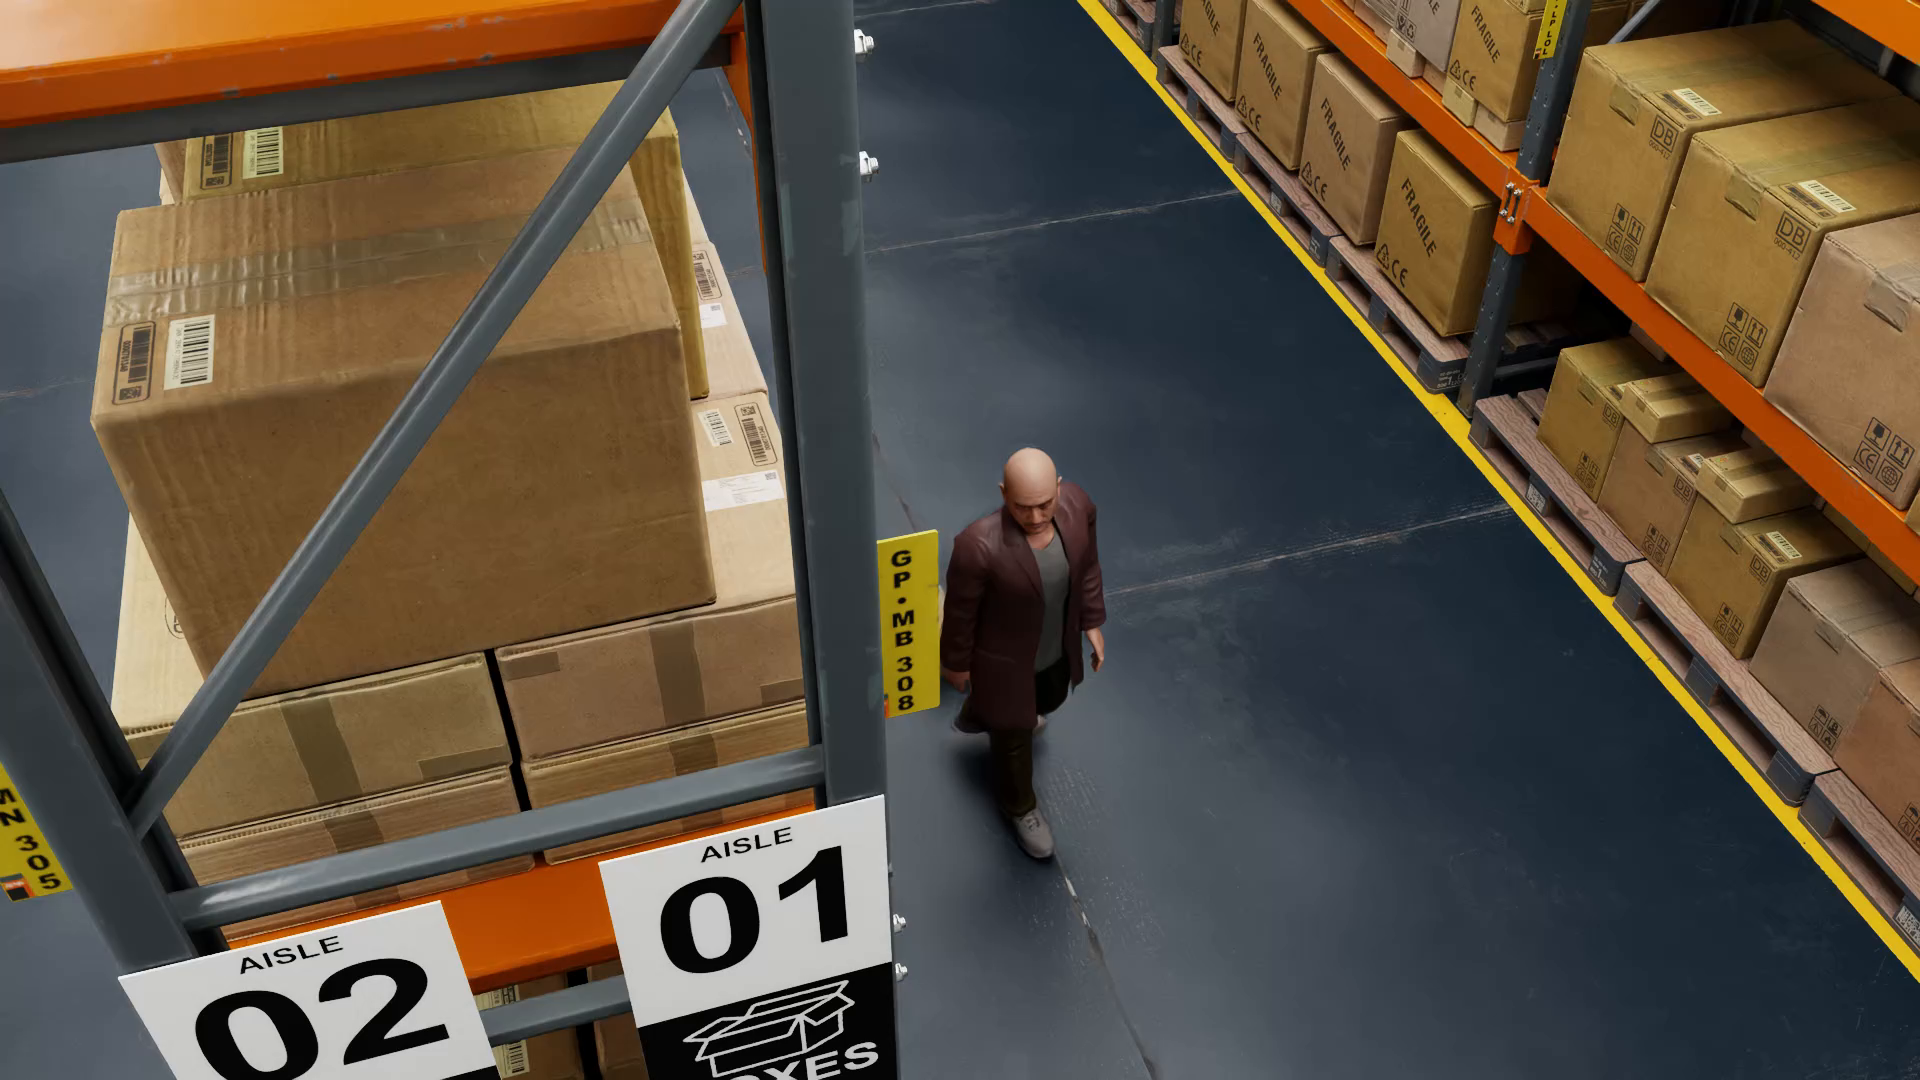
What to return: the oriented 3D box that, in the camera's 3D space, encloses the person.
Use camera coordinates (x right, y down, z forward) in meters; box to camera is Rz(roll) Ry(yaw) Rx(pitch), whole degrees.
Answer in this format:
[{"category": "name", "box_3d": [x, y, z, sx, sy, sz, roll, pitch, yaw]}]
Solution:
[{"category": "person", "box_3d": [0.188, 0.315, 5.810, 0.607, 1.774, 0.699, -26, 48, -26]}]
